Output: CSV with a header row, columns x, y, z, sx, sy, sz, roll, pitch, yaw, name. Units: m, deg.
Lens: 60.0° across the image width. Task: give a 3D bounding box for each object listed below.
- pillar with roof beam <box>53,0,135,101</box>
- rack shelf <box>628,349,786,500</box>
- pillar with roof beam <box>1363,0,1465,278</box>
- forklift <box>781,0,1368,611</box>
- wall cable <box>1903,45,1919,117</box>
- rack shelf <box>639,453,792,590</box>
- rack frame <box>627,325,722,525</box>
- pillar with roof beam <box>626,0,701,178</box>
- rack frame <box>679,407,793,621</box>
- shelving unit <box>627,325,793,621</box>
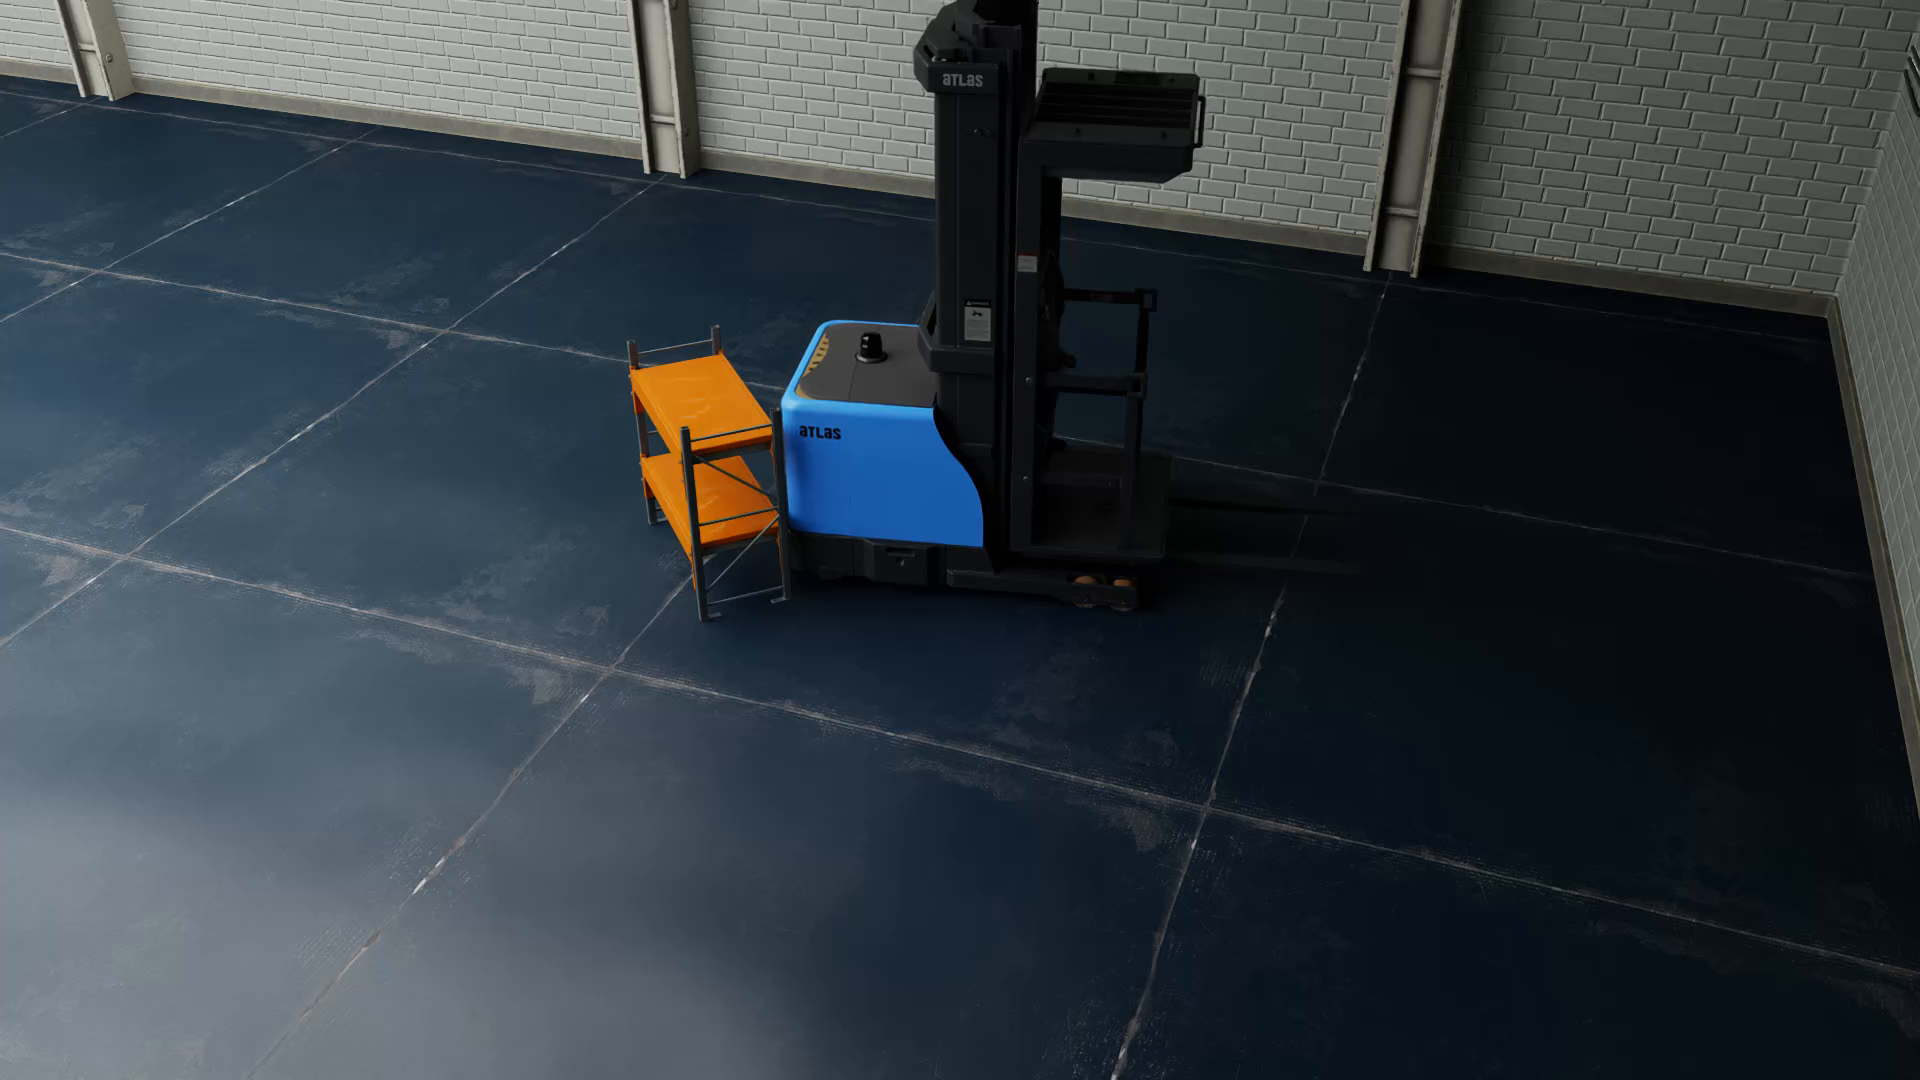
x,y,z,sx,sy,sz,roll,pitch,yaw,name
-9.525,-5.816,9.930,0.400,9.000,9.100,11,34,16,pillar with roof beam
-1.317,-0.614,8.593,0.538,0.278,1.000,-13,35,-20,rack shelf
1.771,-3.620,6.529,0.400,9.000,9.100,11,34,16,pillar with roof beam
0.644,-1.170,8.328,3.031,2.935,1.130,5,33,7,forklift
5.551,-3.299,8.895,0.112,2.526,3.097,11,34,16,wall cable
-1.317,-0.163,8.884,0.538,0.278,1.000,-13,35,-20,rack shelf
-1.522,-0.621,9.143,0.500,1.125,0.032,-13,35,-20,rack frame
-3.877,-4.718,8.229,0.400,9.000,9.100,11,34,16,pillar with roof beam
-1.113,-0.116,8.361,0.500,1.125,0.032,-13,35,-20,rack frame
-1.317,-0.369,8.752,0.538,1.125,1.048,-13,35,-20,shelving unit
